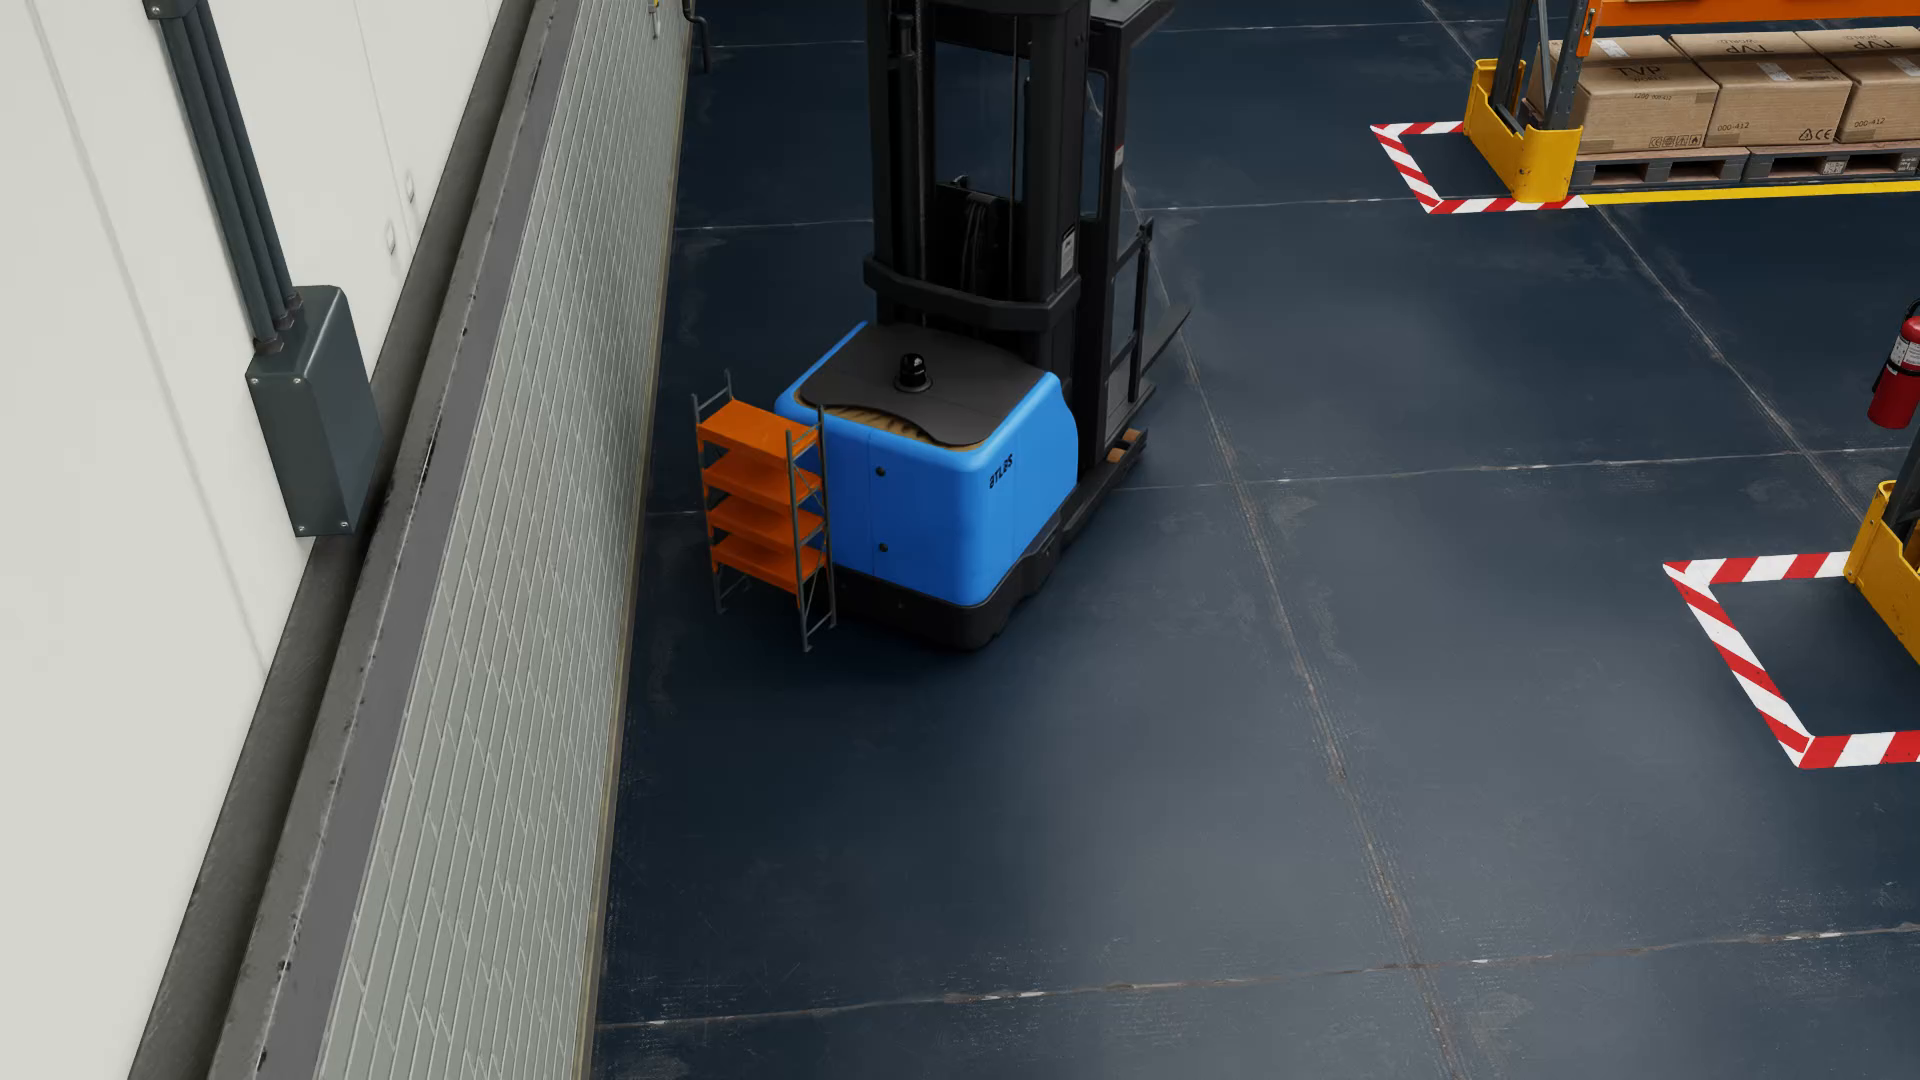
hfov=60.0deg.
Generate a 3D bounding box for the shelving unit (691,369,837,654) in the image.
[{"bbox_3d":[-0.840,-0.109,7.241,0.503,1.200,0.258,21,43,25],"label":"shelving unit"}]

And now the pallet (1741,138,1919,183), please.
[{"bbox_3d":[5.784,-2.806,11.458,1.213,0.211,1.003,-3,38,-4],"label":"pallet"}]

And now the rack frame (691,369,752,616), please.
[{"bbox_3d":[-1.047,-0.189,7.343,0.015,1.200,0.240,21,43,25],"label":"rack frame"}]

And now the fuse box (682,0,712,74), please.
[{"bbox_3d":[-1.873,-4.218,12.037,0.414,1.711,0.539,-3,38,-4],"label":"fuse box"}]

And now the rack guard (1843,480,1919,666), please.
[{"bbox_3d":[4.397,0.282,7.311,0.348,0.500,1.175,-3,38,-4],"label":"rack guard"}]

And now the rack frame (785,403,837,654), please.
[{"bbox_3d":[-0.634,-0.028,7.139,0.015,1.200,0.240,21,43,25],"label":"rack frame"}]

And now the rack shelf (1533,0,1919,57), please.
[{"bbox_3d":[5.775,-3.571,10.757,4.000,0.370,1.077,-3,38,-4],"label":"rack shelf"}]

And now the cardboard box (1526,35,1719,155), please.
[{"bbox_3d":[4.431,-3.001,11.183,0.875,0.438,0.875,-4,38,-6],"label":"cardboard box"}]

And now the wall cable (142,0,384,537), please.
[{"bbox_3d":[-1.277,-3.064,2.093,0.120,5.999,2.277,-3,38,-4],"label":"wall cable"}]

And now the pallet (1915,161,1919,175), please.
[{"bbox_3d":[7.002,-2.875,11.545,1.213,0.211,1.003,-3,38,-4],"label":"pallet"}]

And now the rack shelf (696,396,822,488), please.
[{"bbox_3d":[-0.840,-0.417,6.997,0.480,0.148,0.258,21,43,25],"label":"rack shelf"}]

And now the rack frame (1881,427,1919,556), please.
[{"bbox_3d":[4.322,-0.695,6.531,0.127,3.000,1.000,-3,38,-4],"label":"rack frame"}]

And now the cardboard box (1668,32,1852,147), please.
[{"bbox_3d":[5.342,-3.056,11.253,0.875,0.438,0.875,-2,38,-3],"label":"cardboard box"}]

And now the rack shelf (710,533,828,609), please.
[{"bbox_3d":[-0.840,0.100,7.406,0.480,0.148,0.258,21,43,25],"label":"rack shelf"}]

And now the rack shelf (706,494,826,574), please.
[{"bbox_3d":[-0.840,-0.056,7.283,0.480,0.148,0.258,21,43,25],"label":"rack shelf"}]

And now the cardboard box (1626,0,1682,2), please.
[{"bbox_3d":[4.286,-3.632,10.173,0.500,0.500,0.500,-3,38,-4],"label":"cardboard box"}]

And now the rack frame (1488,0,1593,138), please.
[{"bbox_3d":[3.782,-3.744,10.395,0.127,3.000,1.000,-3,38,-4],"label":"rack frame"}]

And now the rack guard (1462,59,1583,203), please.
[{"bbox_3d":[3.759,-2.761,11.168,0.348,0.500,1.175,-3,38,-4],"label":"rack guard"}]

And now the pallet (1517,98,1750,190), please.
[{"bbox_3d":[4.572,-2.741,11.376,1.213,0.211,1.003,-3,38,-4],"label":"pallet"}]

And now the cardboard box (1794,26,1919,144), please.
[{"bbox_3d":[6.240,-3.104,11.314,0.875,0.438,0.875,-4,38,-5],"label":"cardboard box"}]

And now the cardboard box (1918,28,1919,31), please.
[{"bbox_3d":[7.132,-3.154,11.377,0.875,0.438,0.875,-4,38,-5],"label":"cardboard box"}]

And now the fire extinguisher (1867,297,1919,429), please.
[{"bbox_3d":[4.030,-0.789,7.014,0.183,0.674,0.296,-3,38,-4],"label":"fire extinguisher"}]

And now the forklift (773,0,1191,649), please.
[{"bbox_3d":[0.312,-1.570,7.695,1.130,2.935,3.031,18,42,21],"label":"forklift"}]

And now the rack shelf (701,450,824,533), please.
[{"bbox_3d":[-0.840,-0.231,7.144,0.480,0.148,0.258,21,43,25],"label":"rack shelf"}]

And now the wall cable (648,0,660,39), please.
[{"bbox_3d":[-1.832,-3.831,9.660,0.123,1.953,0.585,-3,38,-4],"label":"wall cable"}]
